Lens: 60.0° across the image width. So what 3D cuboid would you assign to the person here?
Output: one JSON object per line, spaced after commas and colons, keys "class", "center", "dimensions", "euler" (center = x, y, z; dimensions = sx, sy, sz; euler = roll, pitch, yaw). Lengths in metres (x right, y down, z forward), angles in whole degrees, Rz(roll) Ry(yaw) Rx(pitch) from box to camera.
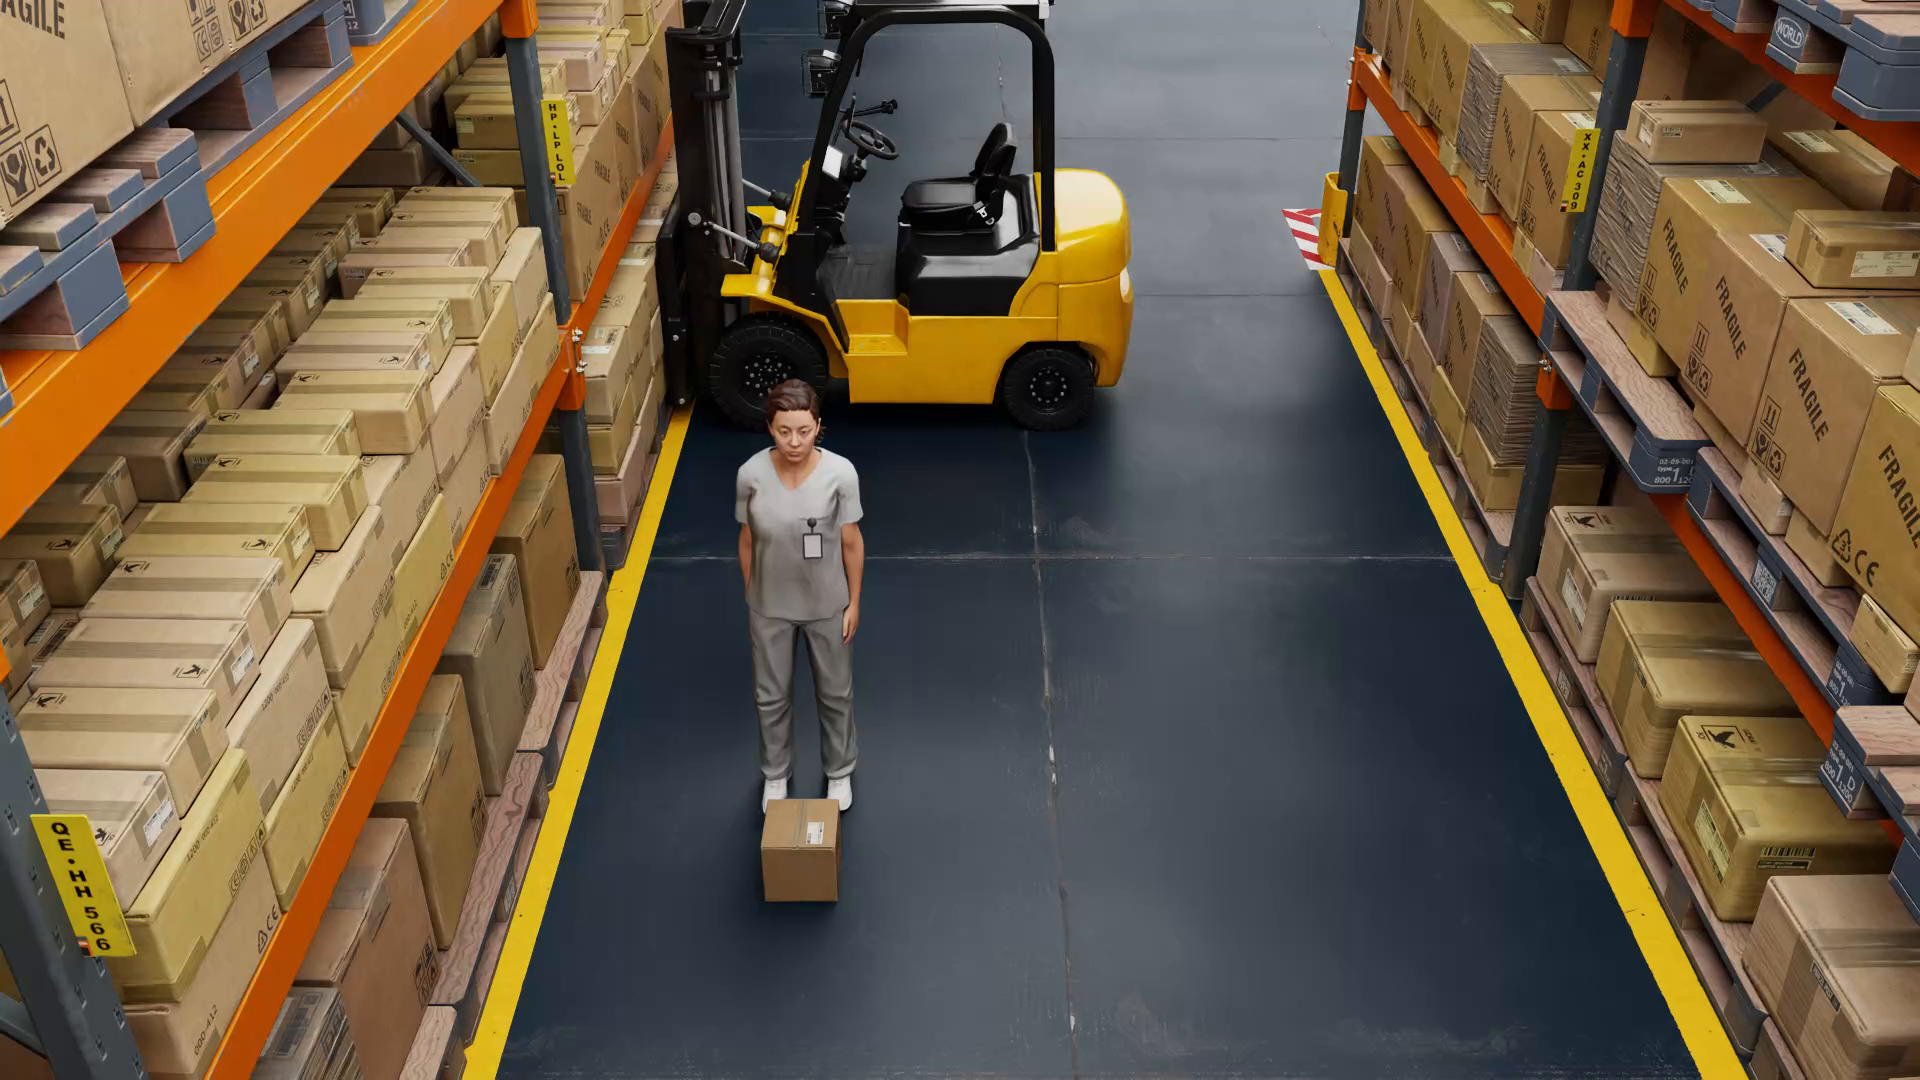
{"class": "person", "center": [-0.546, 0.216, 5.795], "dimensions": [0.437, 1.670, 0.365], "euler": [1, 32, 1]}
